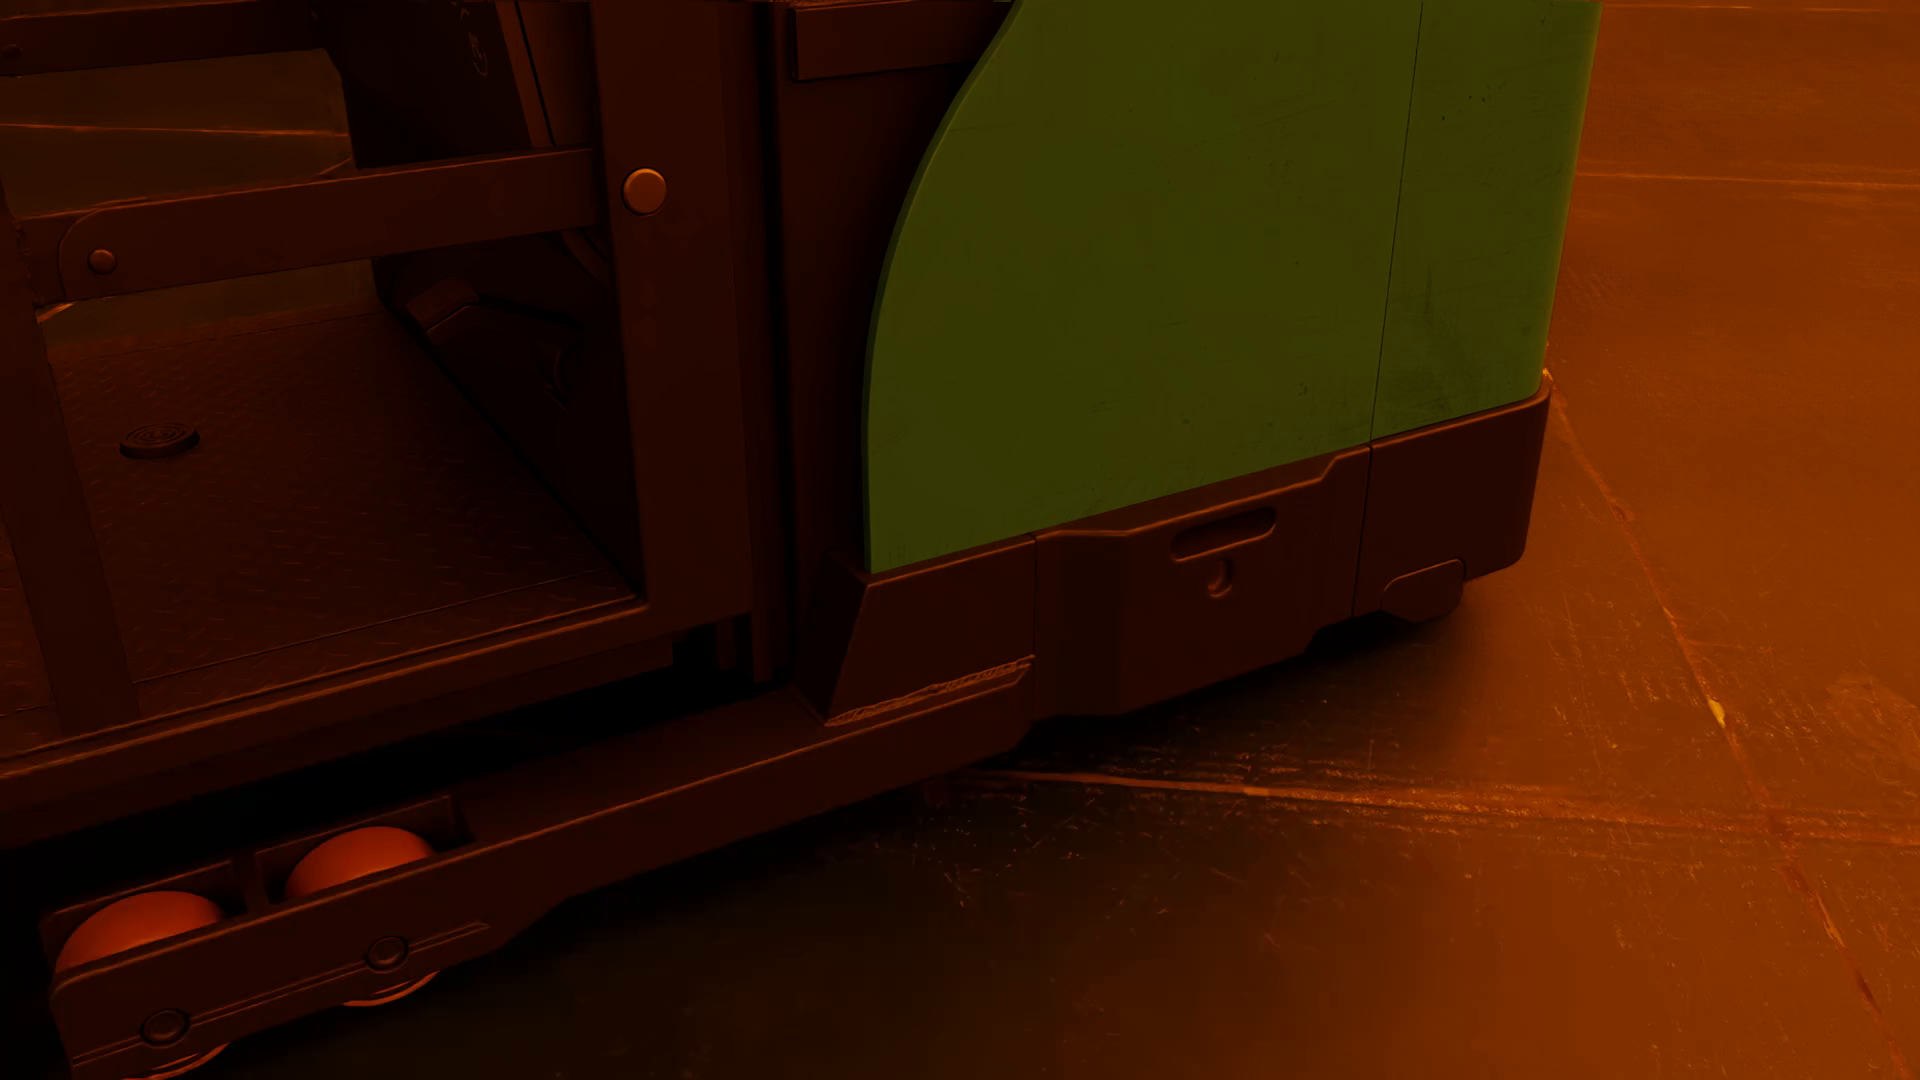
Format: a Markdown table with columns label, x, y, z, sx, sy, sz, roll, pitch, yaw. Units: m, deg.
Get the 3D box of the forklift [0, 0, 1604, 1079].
| label | x | y | z | sx | sy | sz | roll | pitch | yaw |
| --- | --- | --- | --- | --- | --- | --- | --- | --- | --- |
| forklift | -0.742 | -1.090 | 1.402 | 3.031 | 2.935 | 1.130 | -15 | 30 | -27 |
